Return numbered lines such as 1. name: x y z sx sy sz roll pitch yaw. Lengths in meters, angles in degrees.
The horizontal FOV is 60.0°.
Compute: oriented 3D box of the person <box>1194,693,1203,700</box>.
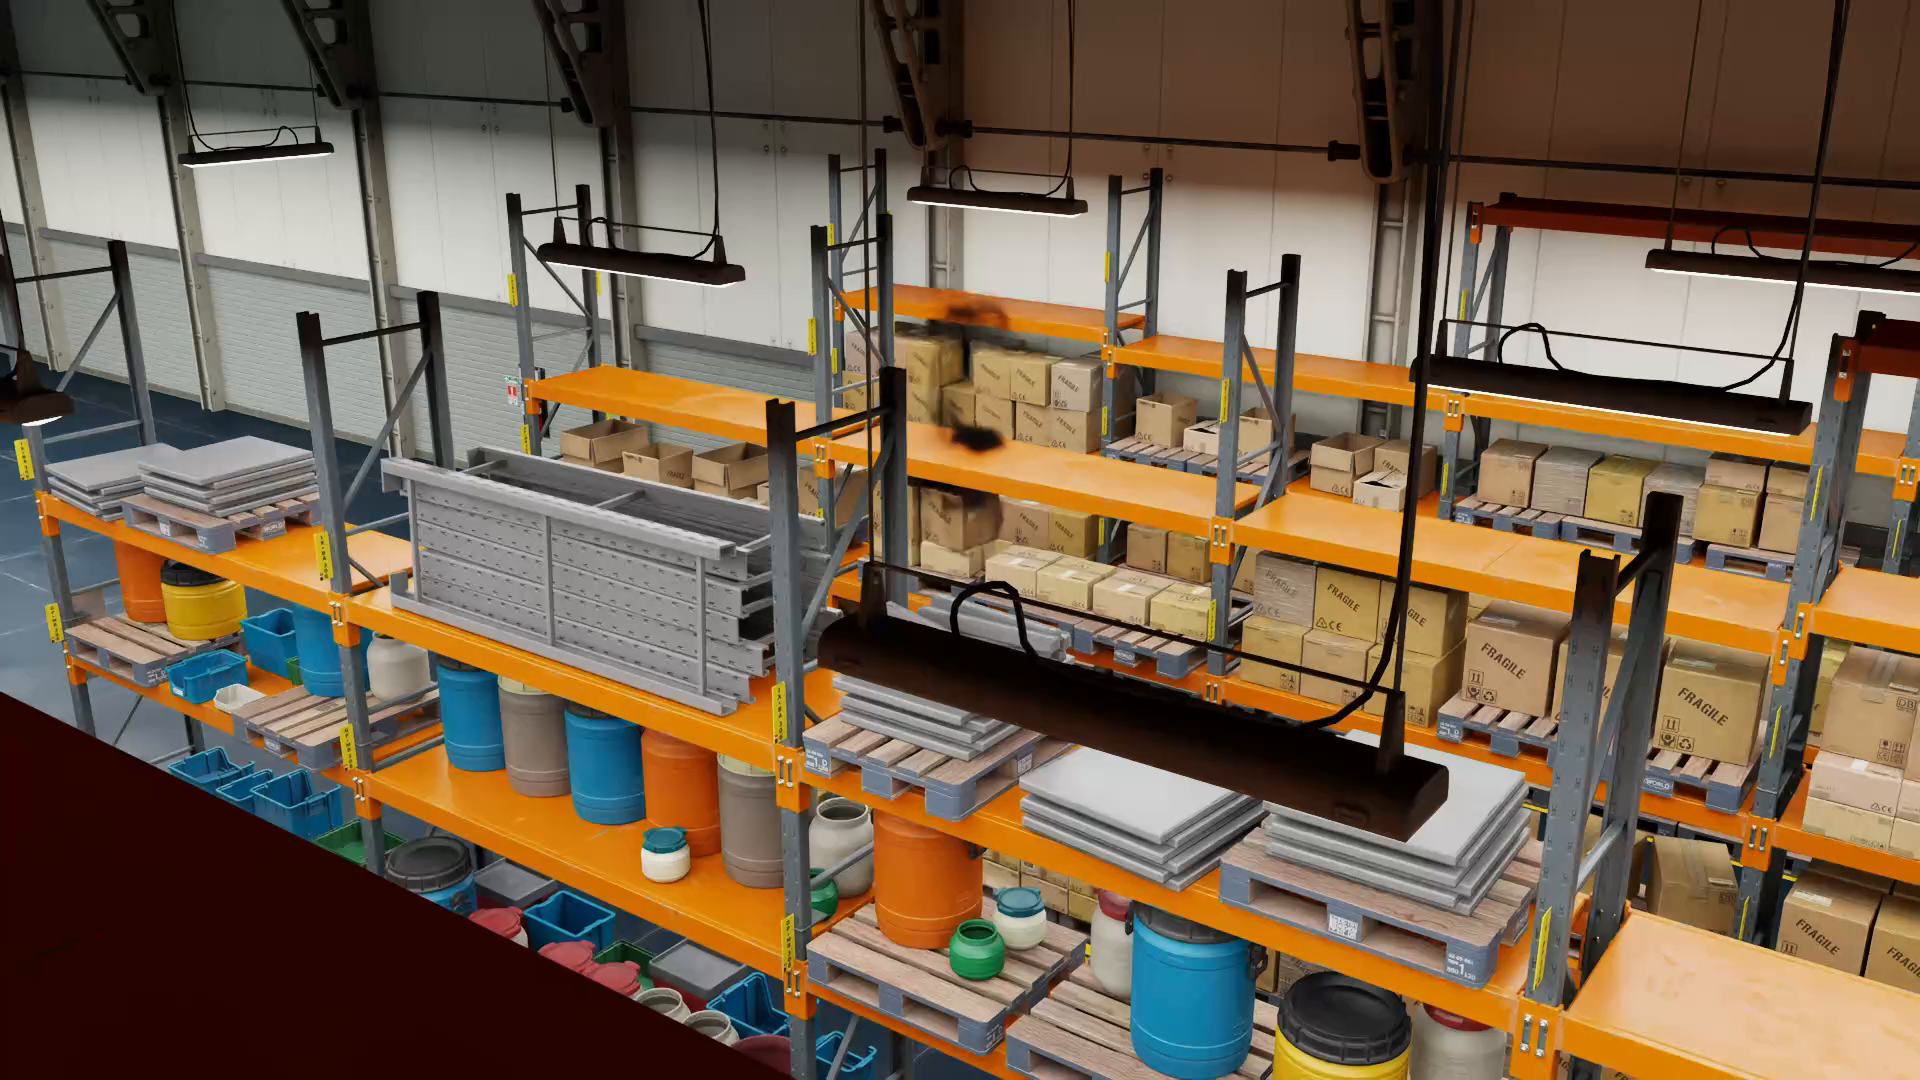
1. person: 2.454 2.030 16.277 0.954 1.776 0.712 7 20 20
